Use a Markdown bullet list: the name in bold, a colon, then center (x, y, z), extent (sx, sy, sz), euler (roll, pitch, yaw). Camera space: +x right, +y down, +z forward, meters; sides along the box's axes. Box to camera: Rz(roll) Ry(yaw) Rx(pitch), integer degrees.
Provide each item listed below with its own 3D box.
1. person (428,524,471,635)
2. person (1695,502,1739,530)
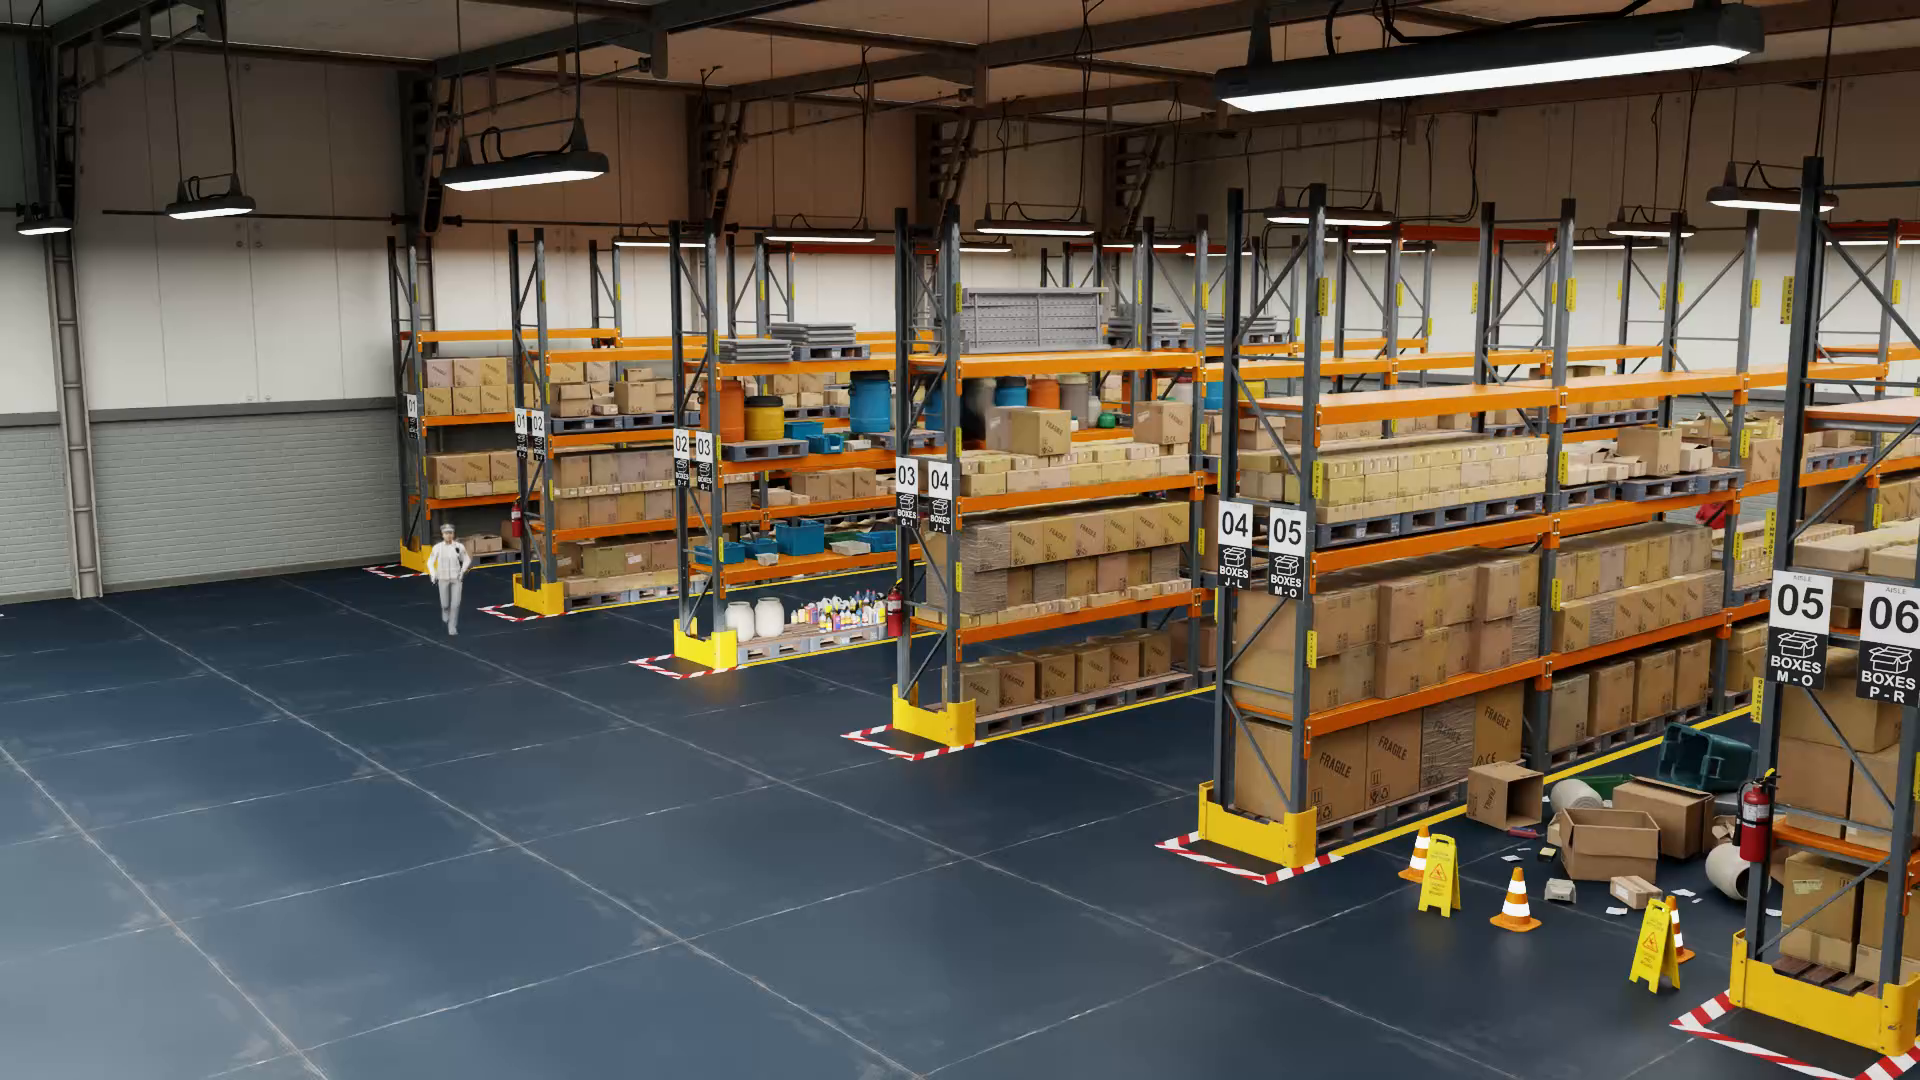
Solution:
- **person**: center (-7.583, 0.572, 24.733), extent (0.620, 1.654, 0.553), euler (-3, 9, -19)
- **person**: center (12.841, -0.019, 28.290), extent (0.667, 1.696, 0.820), euler (6, 11, 35)
